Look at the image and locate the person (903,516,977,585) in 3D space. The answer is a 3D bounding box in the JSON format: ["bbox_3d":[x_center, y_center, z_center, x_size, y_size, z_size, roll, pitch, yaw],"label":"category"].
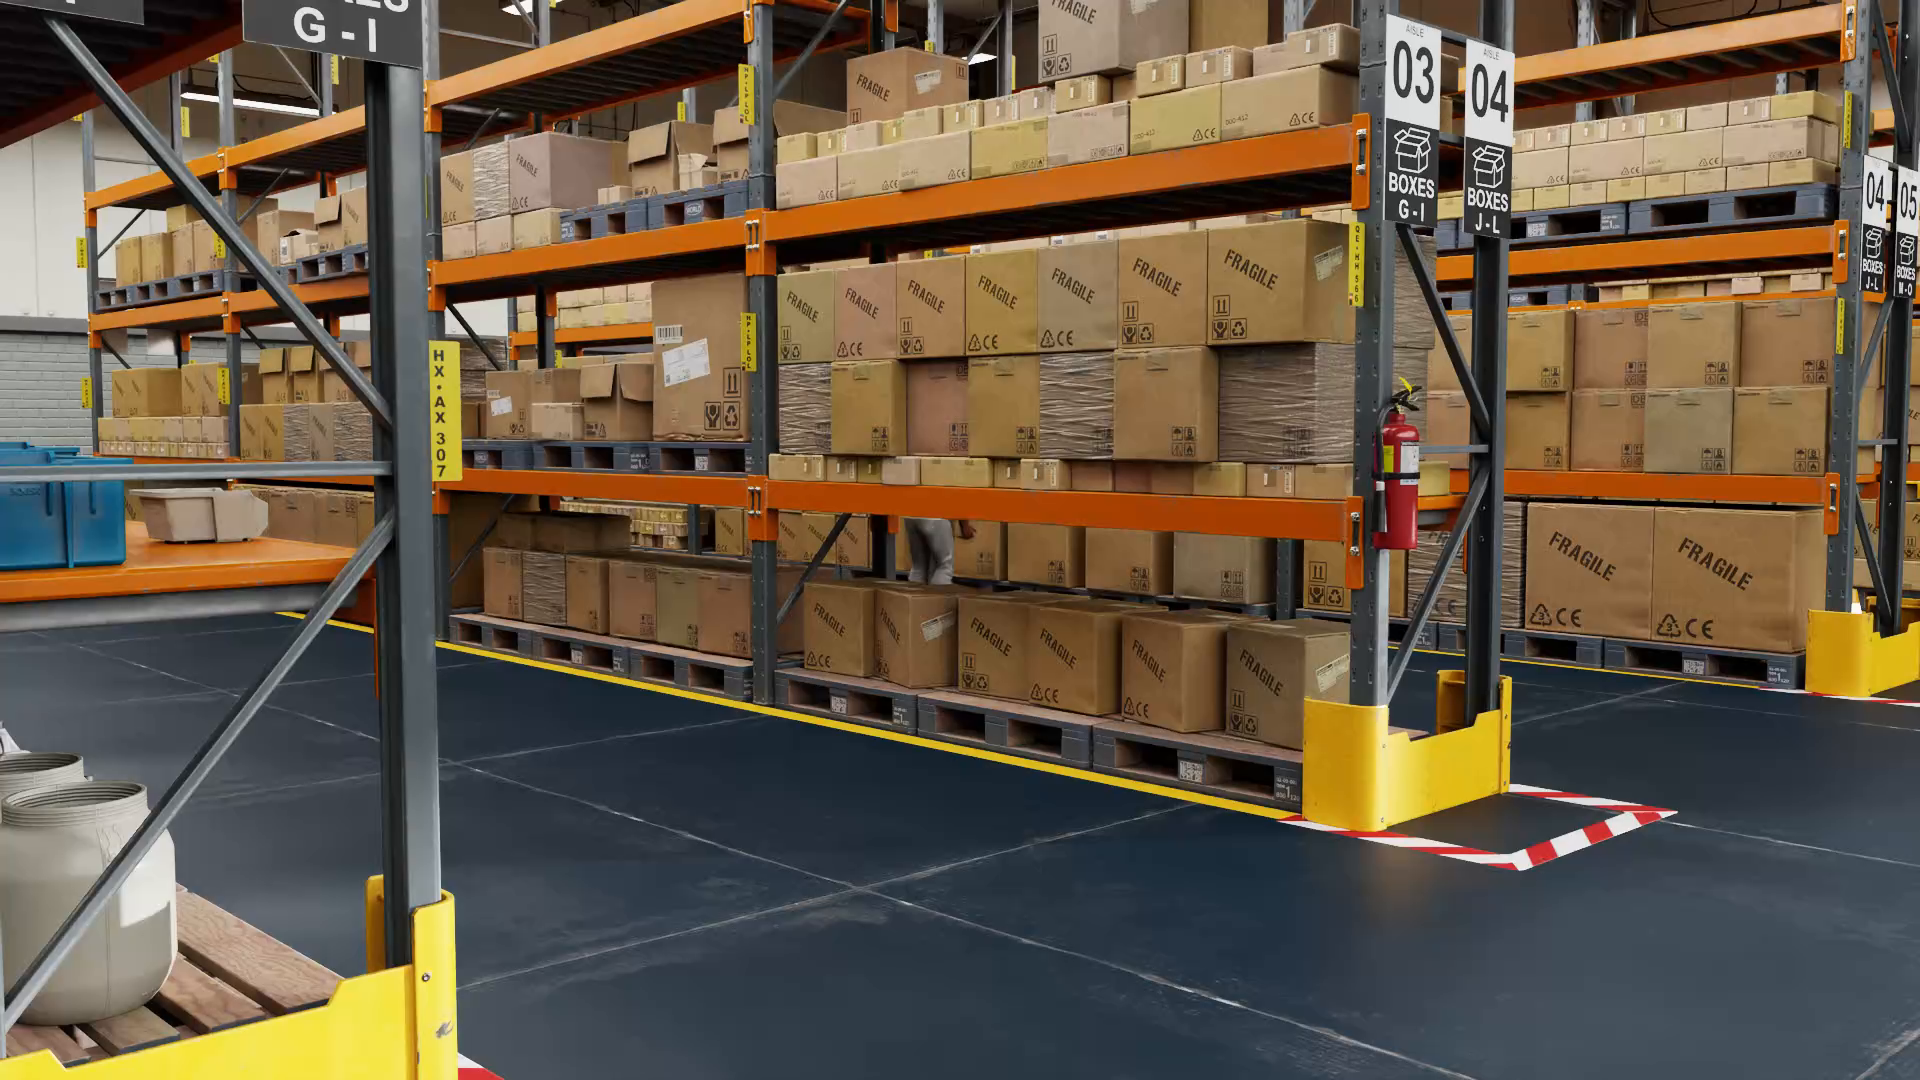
[{"bbox_3d":[-0.181,-0.149,13.329,0.632,1.693,0.488,-4,5,-45],"label":"person"}]
